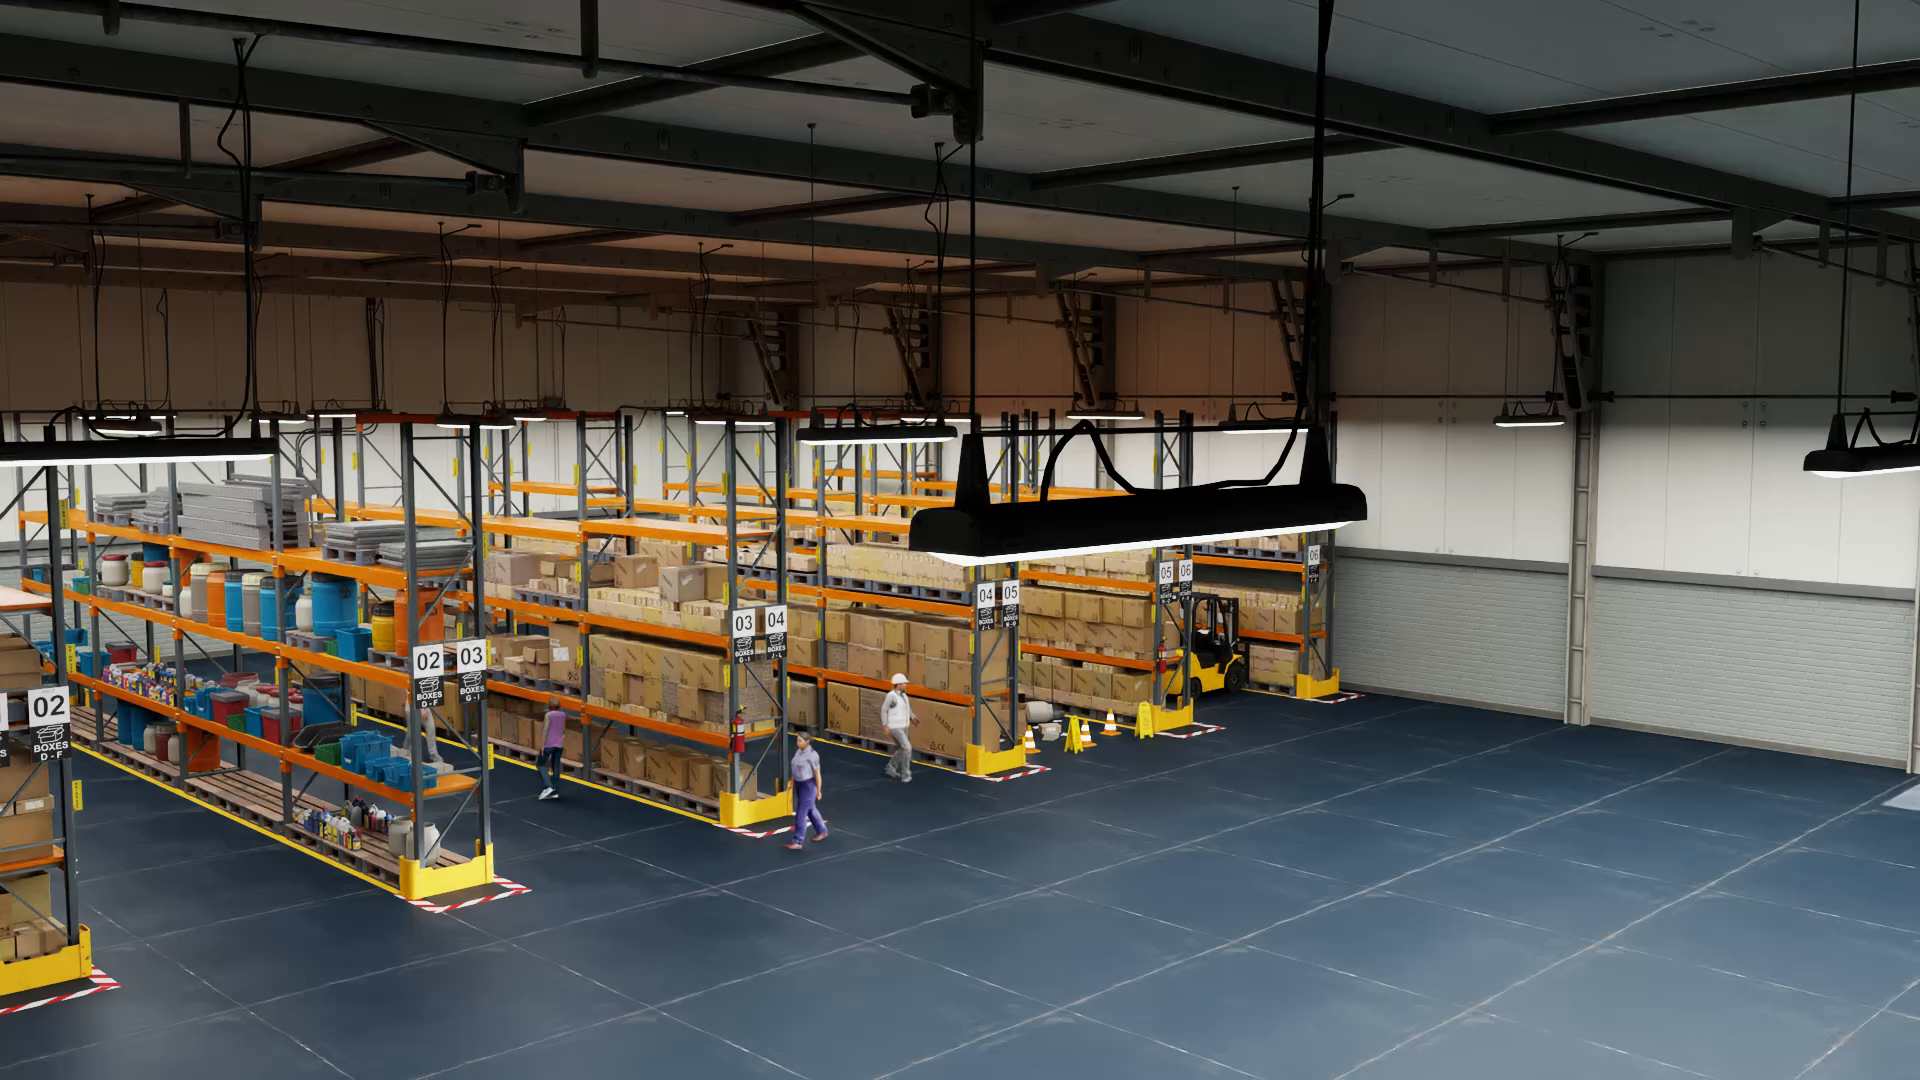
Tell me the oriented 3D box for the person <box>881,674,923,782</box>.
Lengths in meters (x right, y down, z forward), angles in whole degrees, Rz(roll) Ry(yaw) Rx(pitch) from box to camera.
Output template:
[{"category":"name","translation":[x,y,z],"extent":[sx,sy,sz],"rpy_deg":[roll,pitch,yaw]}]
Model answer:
[{"category":"person","translation":[-0.978,3.123,27.507],"extent":[0.650,1.821,0.624],"rpy_deg":[2,5,25]}]

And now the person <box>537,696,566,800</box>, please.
[{"category":"person","translation":[-6.409,3.259,26.086],"extent":[0.510,1.602,0.367],"rpy_deg":[-5,7,-44]}]

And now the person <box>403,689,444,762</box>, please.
[{"category":"person","translation":[-9.341,2.960,28.845],"extent":[0.979,1.709,0.509],"rpy_deg":[3,6,35]}]

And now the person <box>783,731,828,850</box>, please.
[{"category":"person","translation":[-2.185,3.495,23.373],"extent":[0.843,1.622,0.507],"rpy_deg":[-3,6,-31]}]
